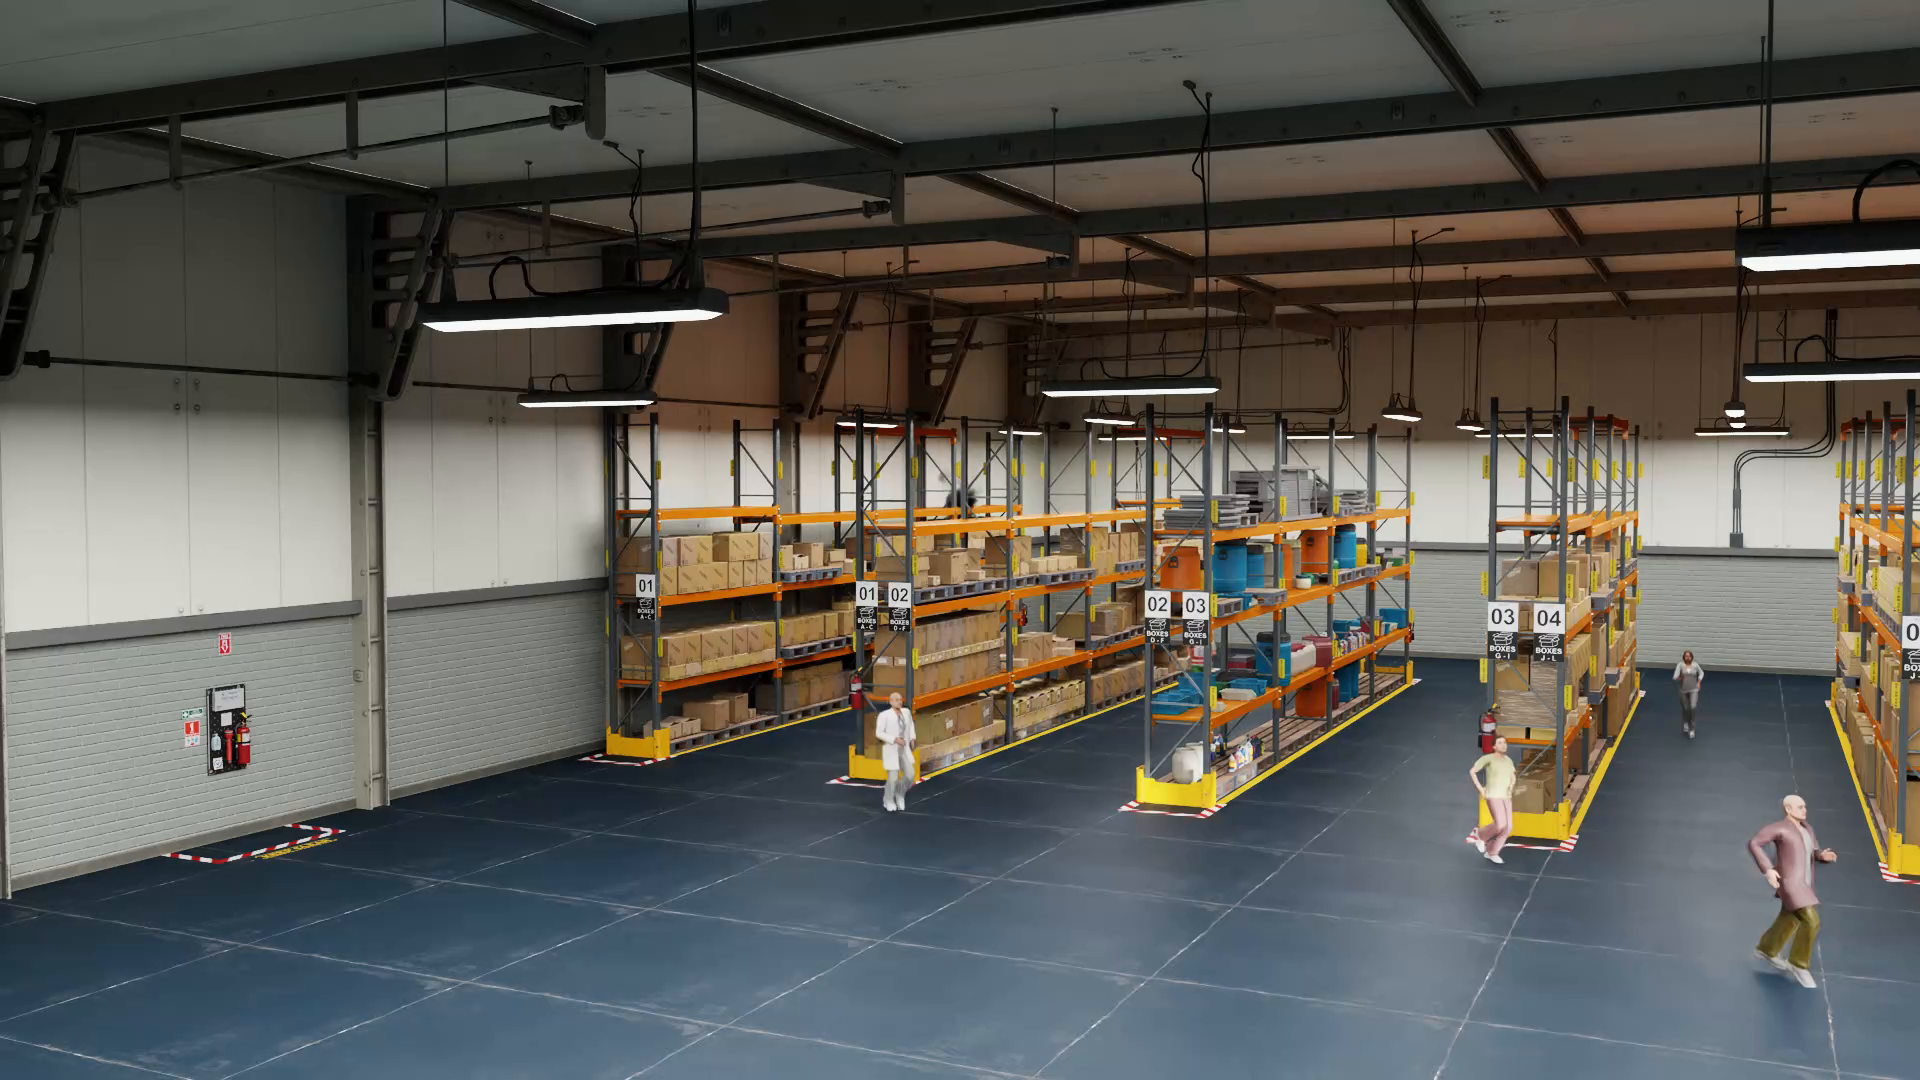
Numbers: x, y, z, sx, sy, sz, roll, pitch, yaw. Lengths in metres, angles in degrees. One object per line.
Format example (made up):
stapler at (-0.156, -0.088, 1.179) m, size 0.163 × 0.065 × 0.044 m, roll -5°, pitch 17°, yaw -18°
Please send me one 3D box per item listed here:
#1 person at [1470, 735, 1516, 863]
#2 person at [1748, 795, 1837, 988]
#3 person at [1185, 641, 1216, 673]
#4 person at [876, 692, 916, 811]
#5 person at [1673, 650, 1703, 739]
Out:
person at (6.876, 3.302, 21.256) m, size 0.592 × 1.619 × 0.533 m, roll -1°, pitch 3°, yaw -22°
person at (8.184, 3.428, 16.338) m, size 0.668 × 1.848 × 0.831 m, roll -2°, pitch 3°, yaw -36°
person at (4.988, 2.645, 34.436) m, size 0.647 × 1.837 × 0.835 m, roll 1°, pitch 2°, yaw 14°
person at (-0.891, 3.101, 24.285) m, size 0.734 × 1.755 × 0.689 m, roll -2°, pitch 3°, yaw -32°
person at (13.681, 2.885, 31.255) m, size 0.522 × 1.645 × 0.751 m, roll 1°, pitch 3°, yaw 24°
